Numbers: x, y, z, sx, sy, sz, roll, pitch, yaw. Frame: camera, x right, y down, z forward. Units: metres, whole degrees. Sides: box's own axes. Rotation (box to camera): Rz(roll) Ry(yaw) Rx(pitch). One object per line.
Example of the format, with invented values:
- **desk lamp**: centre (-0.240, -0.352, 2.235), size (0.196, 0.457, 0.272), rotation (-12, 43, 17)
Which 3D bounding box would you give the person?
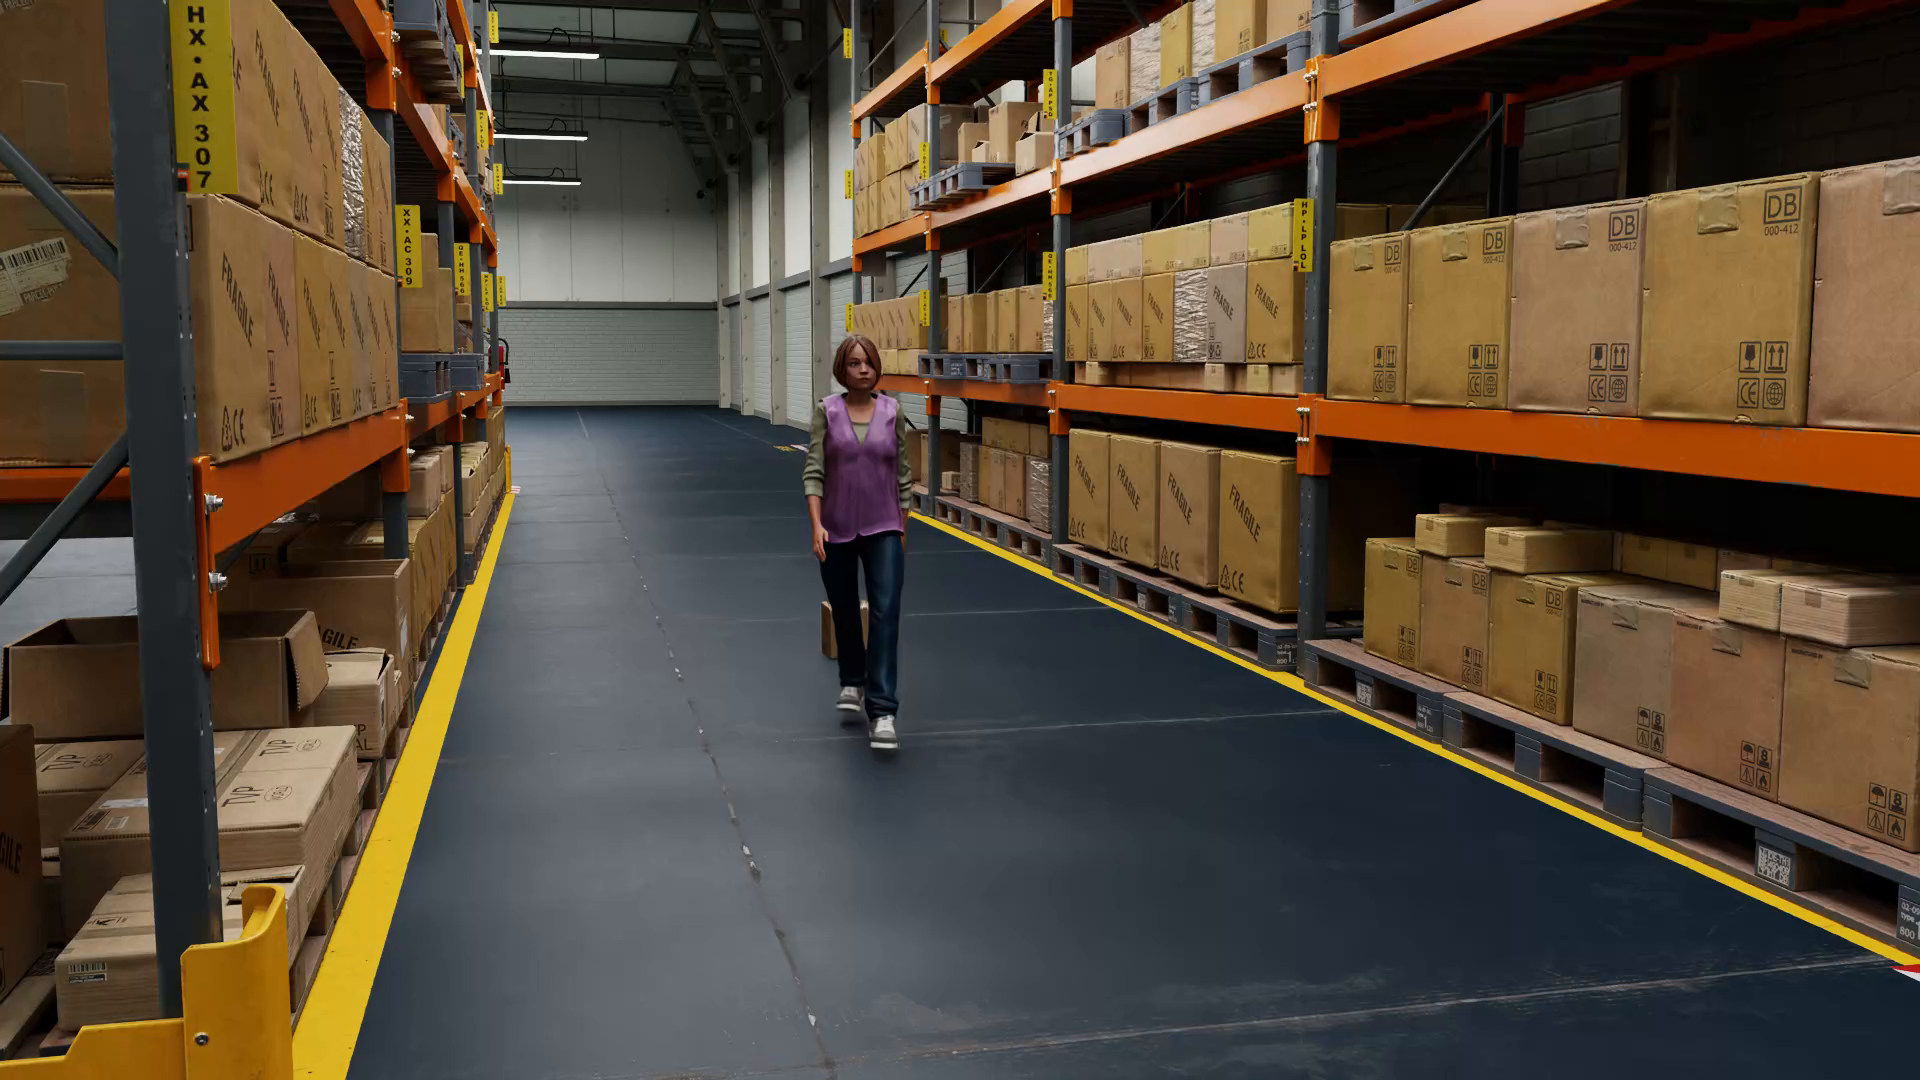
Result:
- **person**: centre (-0.395, -0.027, 6.465), size (0.428, 1.538, 0.954), rotation (0, 6, -3)
